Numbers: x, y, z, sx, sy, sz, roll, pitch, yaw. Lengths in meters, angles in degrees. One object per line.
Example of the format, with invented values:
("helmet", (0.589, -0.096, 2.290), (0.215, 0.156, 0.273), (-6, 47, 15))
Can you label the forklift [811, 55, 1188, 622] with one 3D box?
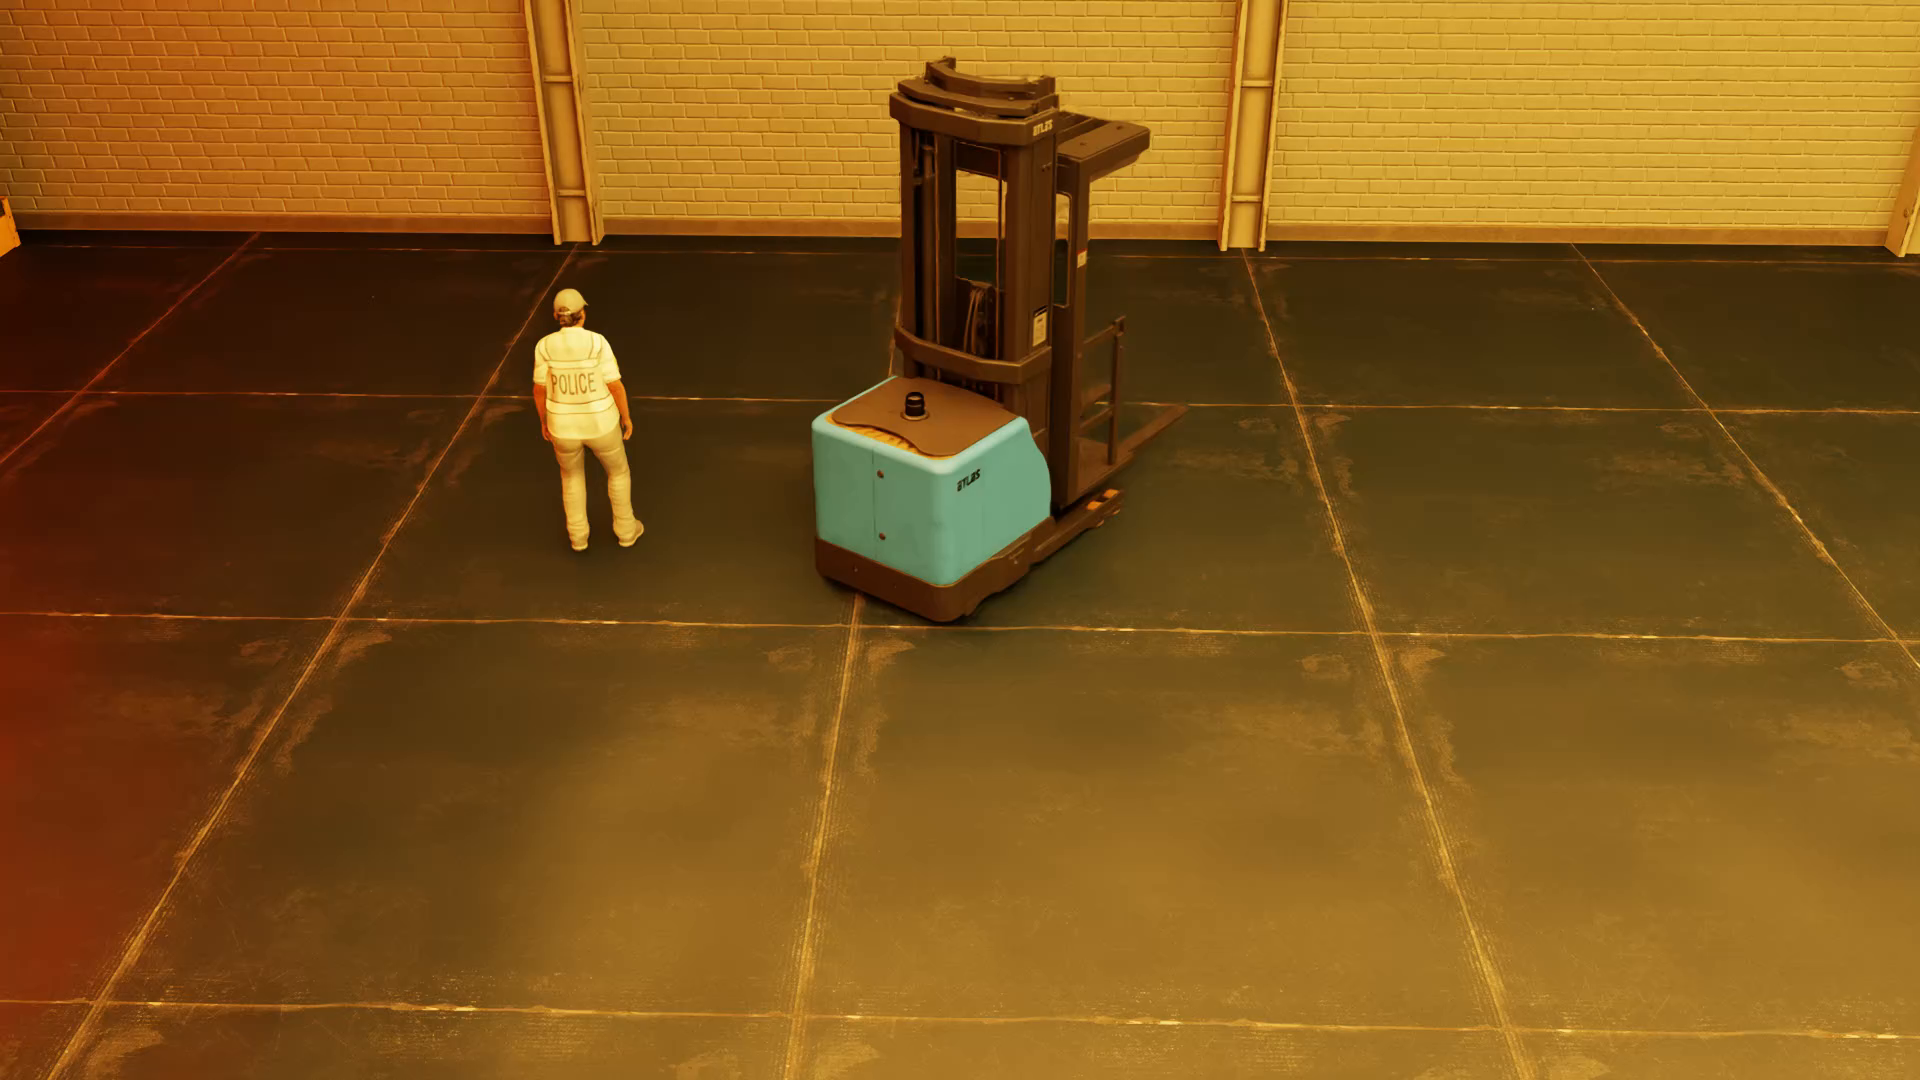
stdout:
("forklift", (0.416, -1.482, 10.127), (1.130, 2.935, 3.031), (21, 36, 31))

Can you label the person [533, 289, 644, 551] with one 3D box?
("person", (-2.268, -0.713, 10.074), (0.551, 1.664, 0.462), (-1, 31, -2))
